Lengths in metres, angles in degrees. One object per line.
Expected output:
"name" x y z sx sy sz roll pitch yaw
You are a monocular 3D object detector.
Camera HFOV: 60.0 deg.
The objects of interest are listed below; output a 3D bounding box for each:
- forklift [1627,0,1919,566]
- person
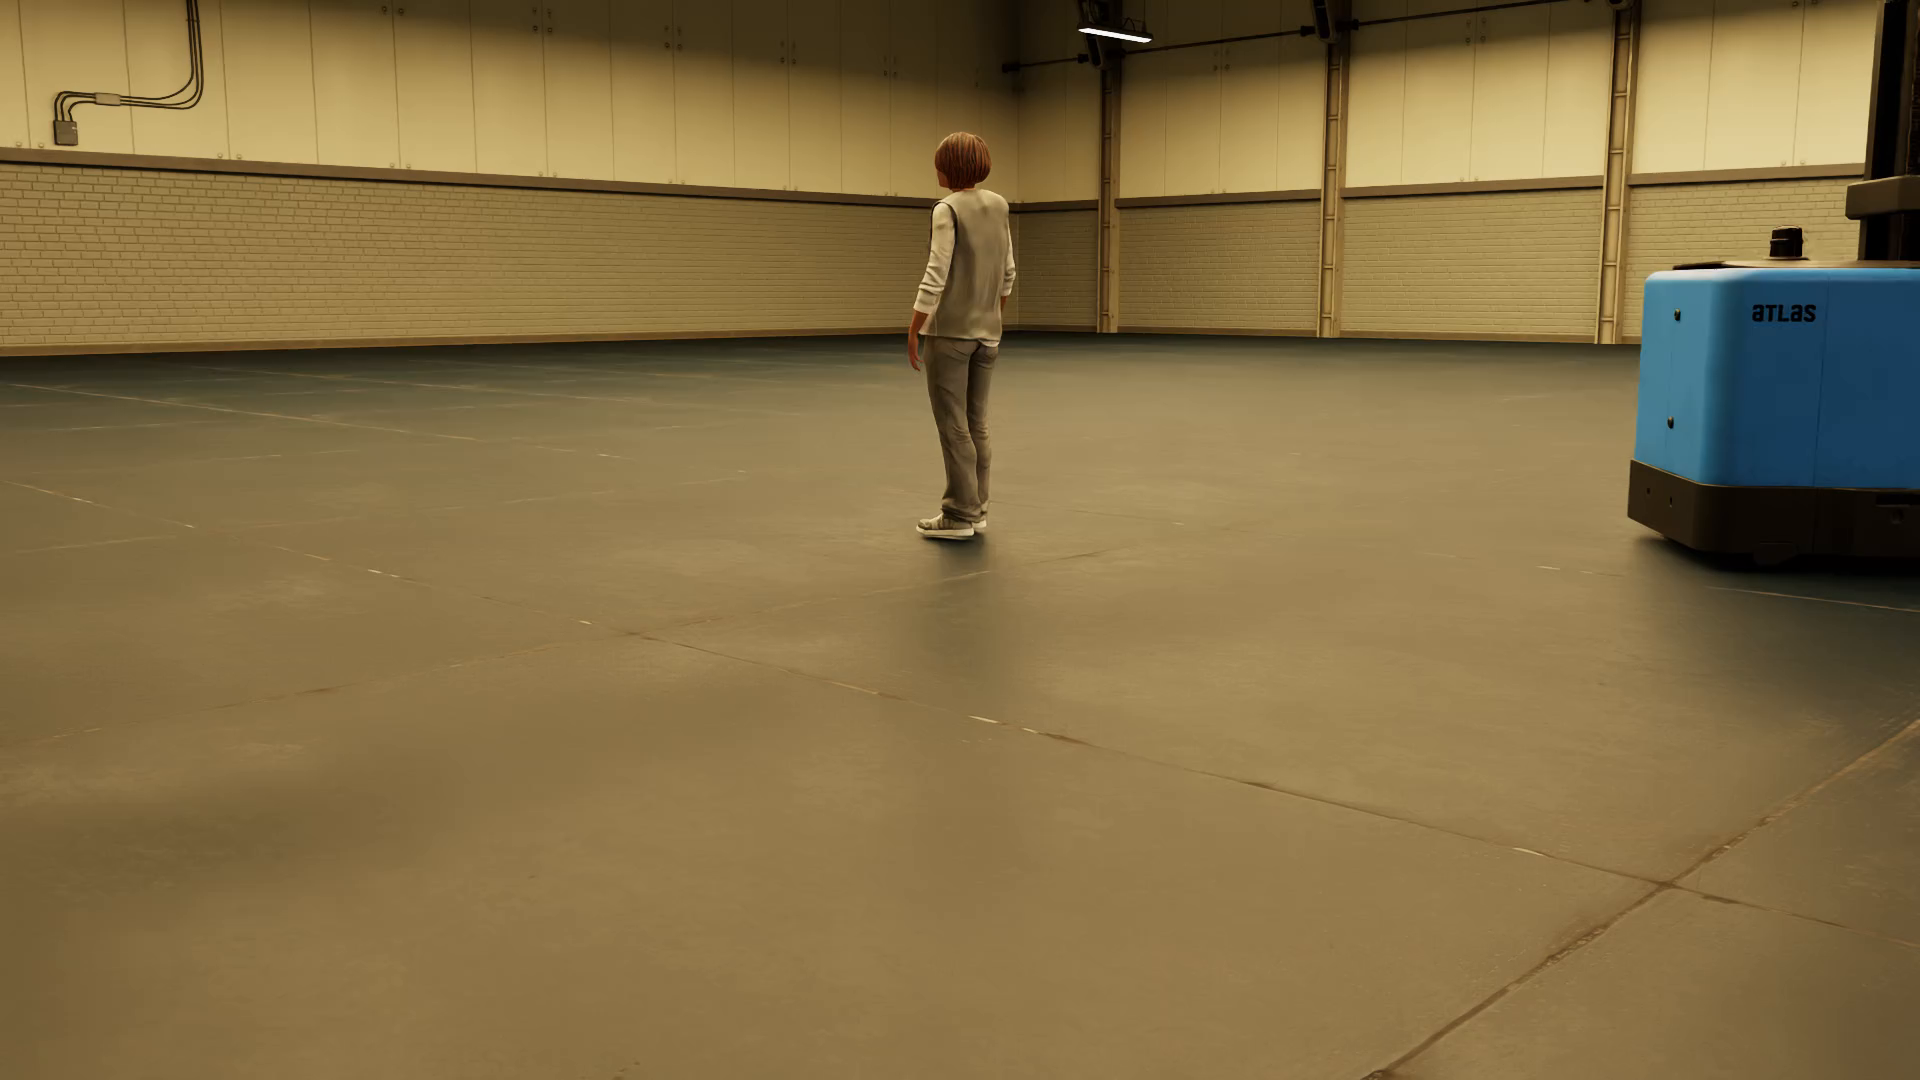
"forklift" 4.207 -1.382 6.055 3.031 2.935 1.130 1 9 7
"person" -0.043 -0.806 6.658 0.475 1.597 0.520 8 12 43
